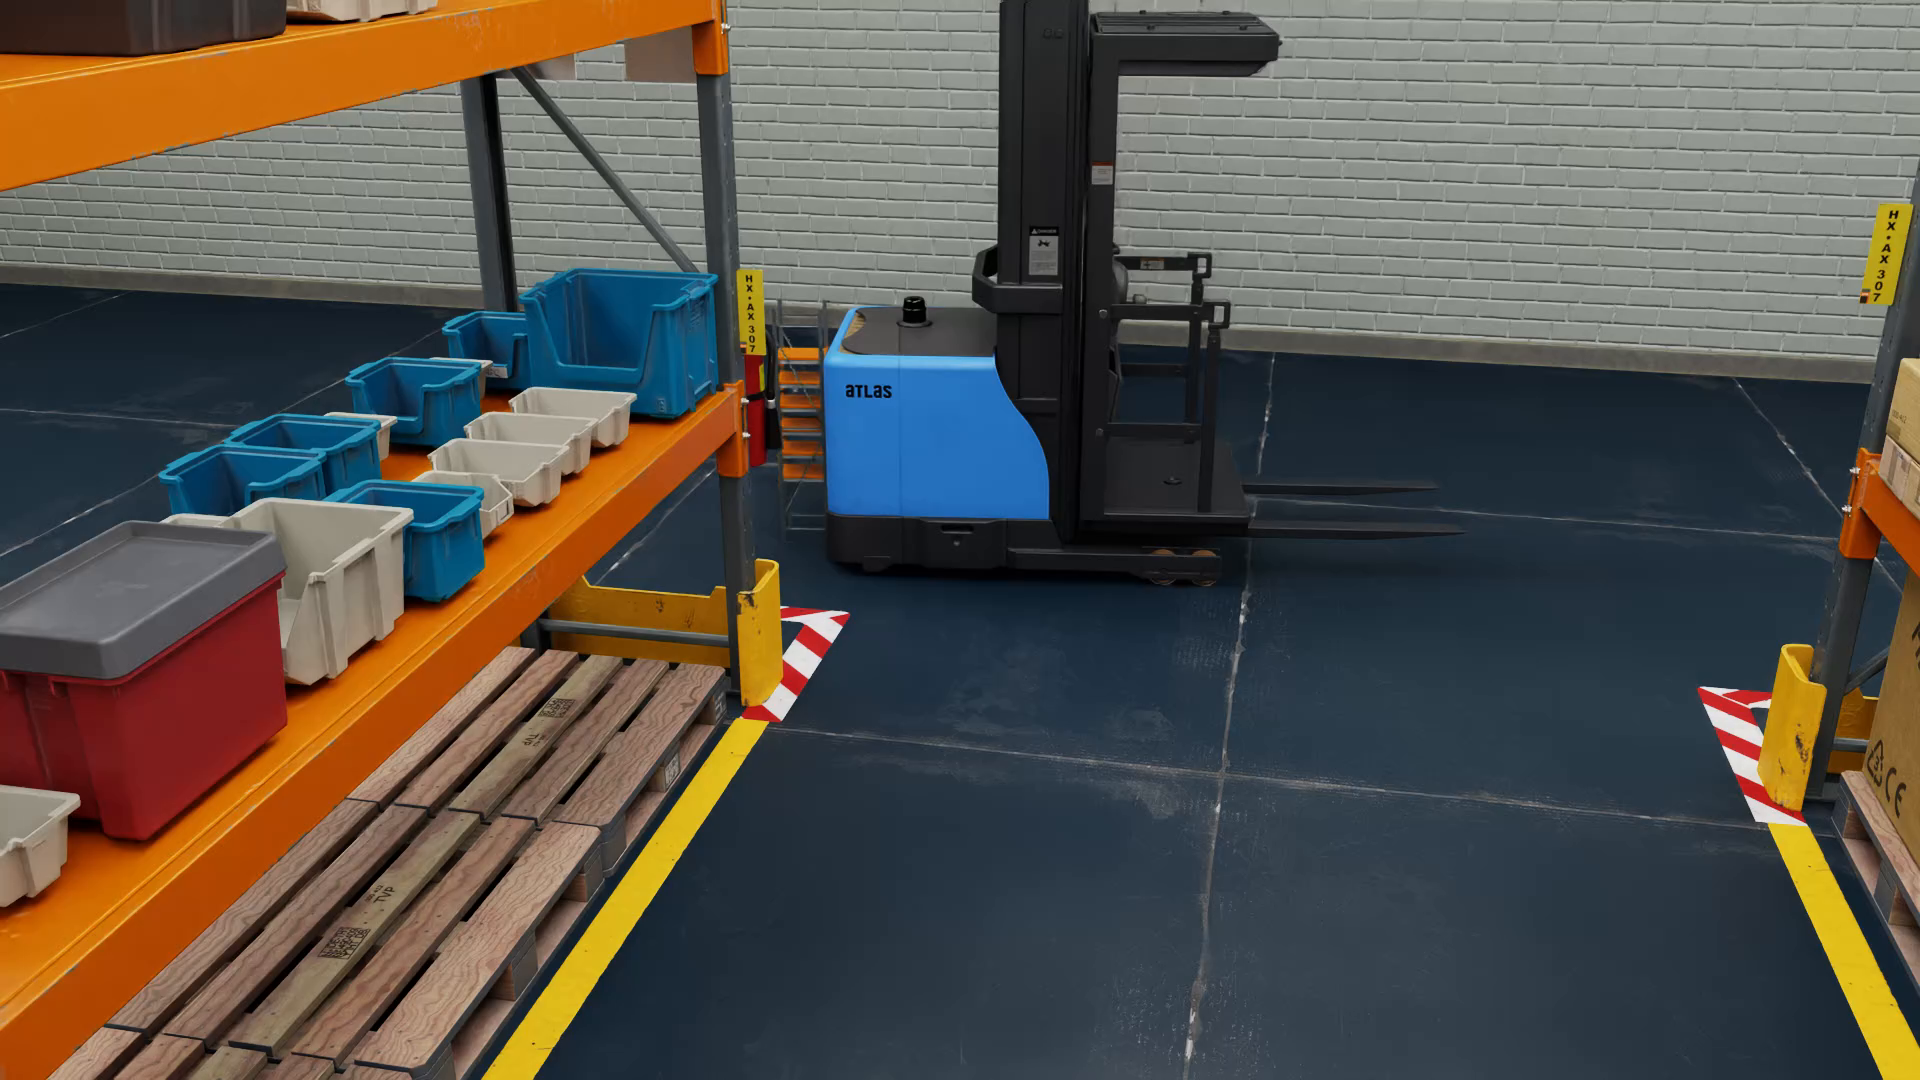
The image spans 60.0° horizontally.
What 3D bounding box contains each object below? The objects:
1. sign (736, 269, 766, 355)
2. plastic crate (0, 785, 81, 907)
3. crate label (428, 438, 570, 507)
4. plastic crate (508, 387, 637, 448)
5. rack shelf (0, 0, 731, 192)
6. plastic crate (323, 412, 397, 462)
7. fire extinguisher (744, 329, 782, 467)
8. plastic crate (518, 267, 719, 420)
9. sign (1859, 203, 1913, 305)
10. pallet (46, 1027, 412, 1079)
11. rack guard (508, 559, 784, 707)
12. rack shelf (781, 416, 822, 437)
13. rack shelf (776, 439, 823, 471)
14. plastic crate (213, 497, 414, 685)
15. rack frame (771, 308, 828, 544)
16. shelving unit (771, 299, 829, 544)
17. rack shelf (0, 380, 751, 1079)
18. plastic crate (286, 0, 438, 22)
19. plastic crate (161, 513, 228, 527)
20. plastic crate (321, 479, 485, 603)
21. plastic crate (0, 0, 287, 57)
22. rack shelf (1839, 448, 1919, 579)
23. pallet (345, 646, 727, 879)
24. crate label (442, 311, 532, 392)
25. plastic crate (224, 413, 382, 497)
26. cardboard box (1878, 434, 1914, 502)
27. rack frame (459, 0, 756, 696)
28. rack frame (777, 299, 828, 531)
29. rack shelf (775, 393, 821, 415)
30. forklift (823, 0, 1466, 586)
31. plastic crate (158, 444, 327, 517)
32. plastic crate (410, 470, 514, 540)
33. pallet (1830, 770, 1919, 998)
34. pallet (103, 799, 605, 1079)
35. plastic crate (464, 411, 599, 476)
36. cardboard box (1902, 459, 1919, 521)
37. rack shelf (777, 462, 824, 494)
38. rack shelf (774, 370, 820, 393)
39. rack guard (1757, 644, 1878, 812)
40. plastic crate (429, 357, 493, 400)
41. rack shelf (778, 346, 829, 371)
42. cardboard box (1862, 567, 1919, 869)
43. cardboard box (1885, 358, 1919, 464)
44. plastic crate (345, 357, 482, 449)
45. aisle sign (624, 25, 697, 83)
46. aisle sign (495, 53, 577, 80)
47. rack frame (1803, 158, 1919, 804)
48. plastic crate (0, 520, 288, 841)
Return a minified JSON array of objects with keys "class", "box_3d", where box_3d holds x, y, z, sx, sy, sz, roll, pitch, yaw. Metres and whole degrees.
[{"class":"sign","box_3d":[-0.783,-0.854,6.240,0.100,0.325,0.005,4,22,11]},{"class":"plastic crate","box_3d":[-1.906,0.584,3.161,0.396,0.136,0.243,4,22,11]},{"class":"crate label","box_3d":[-1.420,-0.199,5.105,0.396,0.136,0.243,4,22,11]},{"class":"plastic crate","box_3d":[-1.314,-0.408,5.623,0.396,0.136,0.243,4,22,11]},{"class":"rack shelf","box_3d":[-1.733,-1.140,4.118,1.077,0.370,4.000,4,22,11]},{"class":"plastic crate","box_3d":[-1.982,-0.295,5.344,0.250,0.136,0.298,4,22,11]},{"class":"fire extinguisher","box_3d":[-0.849,-0.626,6.495,0.296,0.674,0.183,4,22,11]},{"class":"plastic crate","box_3d":[-1.210,-0.722,6.002,0.616,0.435,0.499,4,22,11]},{"class":"sign","box_3d":[2.982,-0.919,5.356,0.100,0.325,0.005,4,22,11]},{"class":"pallet","box_3d":[-2.029,1.670,3.923,1.003,0.211,1.213,4,22,11]},{"class":"rack guard","box_3d":[-1.332,0.336,6.851,1.175,0.500,0.348,4,22,11]},{"class":"rack shelf","box_3d":[-0.765,-0.531,8.183,0.258,0.103,0.180,1,22,3]},{"class":"rack shelf","box_3d":[-0.765,-0.419,8.228,0.258,0.103,0.180,1,22,3]},{"class":"plastic crate","box_3d":[-1.649,0.132,4.090,0.437,0.282,0.530,4,22,11]},{"class":"rack frame","box_3d":[-0.771,-0.538,8.082,0.240,1.200,0.006,1,22,3]},{"class":"shelving unit","box_3d":[-0.766,-0.572,8.166,0.258,1.200,0.189,1,22,3]},{"class":"rack shelf","box_3d":[-1.733,0.251,4.678,1.077,0.370,4.000,4,22,11]},{"class":"plastic crate","box_3d":[-1.503,-1.309,3.925,0.437,0.136,0.530,4,22,11]},{"class":"plastic crate","box_3d":[-2.080,0.084,4.404,0.293,0.136,0.466,4,22,11]},{"class":"plastic crate","box_3d":[-1.492,0.006,4.466,0.416,0.233,0.300,4,22,11]},{"class":"plastic crate","box_3d":[-1.619,-1.115,3.268,0.497,0.269,0.590,4,22,11]},{"class":"rack shelf","box_3d":[3.116,0.629,3.740,1.077,0.370,4.000,4,22,11]},{"class":"pallet","box_3d":[-1.531,0.778,6.139,1.003,0.211,1.213,4,22,11]},{"class":"crate label","box_3d":[-1.697,-0.699,6.218,0.416,0.233,0.303,4,22,11]},{"class":"plastic crate","box_3d":[-1.966,-0.218,5.022,0.416,0.233,0.300,4,22,11]},{"class":"cardboard box","box_3d":[3.129,-0.215,5.209,0.380,0.149,0.250,5,22,12]},{"class":"rack frame","box_3d":[-1.324,-0.814,6.360,1.000,3.000,0.127,4,22,11]},{"class":"rack frame","box_3d":[-0.760,-0.606,8.251,0.240,1.200,0.006,1,22,3]},{"class":"rack shelf","box_3d":[-0.766,-0.642,8.138,0.258,0.103,0.180,1,22,3]},{"class":"forklift","box_3d":[0.897,-1.348,7.776,3.031,2.935,1.130,1,22,3]},{"class":"plastic crate","box_3d":[-2.027,-0.108,4.750,0.416,0.233,0.300,4,22,11]},{"class":"plastic crate","box_3d":[-1.462,-0.089,4.833,0.298,0.136,0.250,4,22,11]},{"class":"pallet","box_3d":[3.438,1.155,5.202,1.003,0.211,1.213,4,22,11]},{"class":"pallet","box_3d":[-1.782,1.223,5.035,1.003,0.211,1.213,4,22,11]},{"class":"plastic crate","box_3d":[-1.387,-0.303,5.363,0.396,0.136,0.243,4,22,11]},{"class":"cardboard box","box_3d":[3.078,-0.121,4.976,0.380,0.149,0.250,4,22,10]},{"class":"rack shelf","box_3d":[-0.765,-0.308,8.272,0.258,0.103,0.180,1,22,3]},{"class":"rack shelf","box_3d":[-0.766,-0.753,8.093,0.258,0.103,0.180,1,22,3]},{"class":"rack guard","box_3d":[3.529,0.714,5.911,1.175,0.500,0.348,4,22,11]},{"class":"plastic crate","box_3d":[-1.844,-0.543,5.960,0.250,0.136,0.298,4,22,11]},{"class":"rack shelf","box_3d":[-0.767,-0.865,8.048,0.258,0.103,0.180,1,22,3]},{"class":"cardboard box","box_3d":[3.472,0.594,5.144,0.875,0.875,0.875,4,22,11]},{"class":"cardboard box","box_3d":[3.162,-0.350,5.010,0.500,0.250,0.500,4,22,9]},{"class":"plastic crate","box_3d":[-1.831,-0.458,5.620,0.416,0.233,0.300,4,22,11]},{"class":"aisle sign","box_3d":[-1.023,-2.024,5.884,0.394,0.787,0.004,4,22,11]},{"class":"aisle sign","box_3d":[-1.601,-2.069,5.996,0.394,0.787,0.004,4,22,11]},{"class":"rack frame","box_3d":[3.524,-0.437,5.422,1.000,3.000,0.127,4,22,11]},{"class":"plastic crate","box_3d":[-1.713,0.284,3.468,0.402,0.464,0.583,4,22,11]}]
